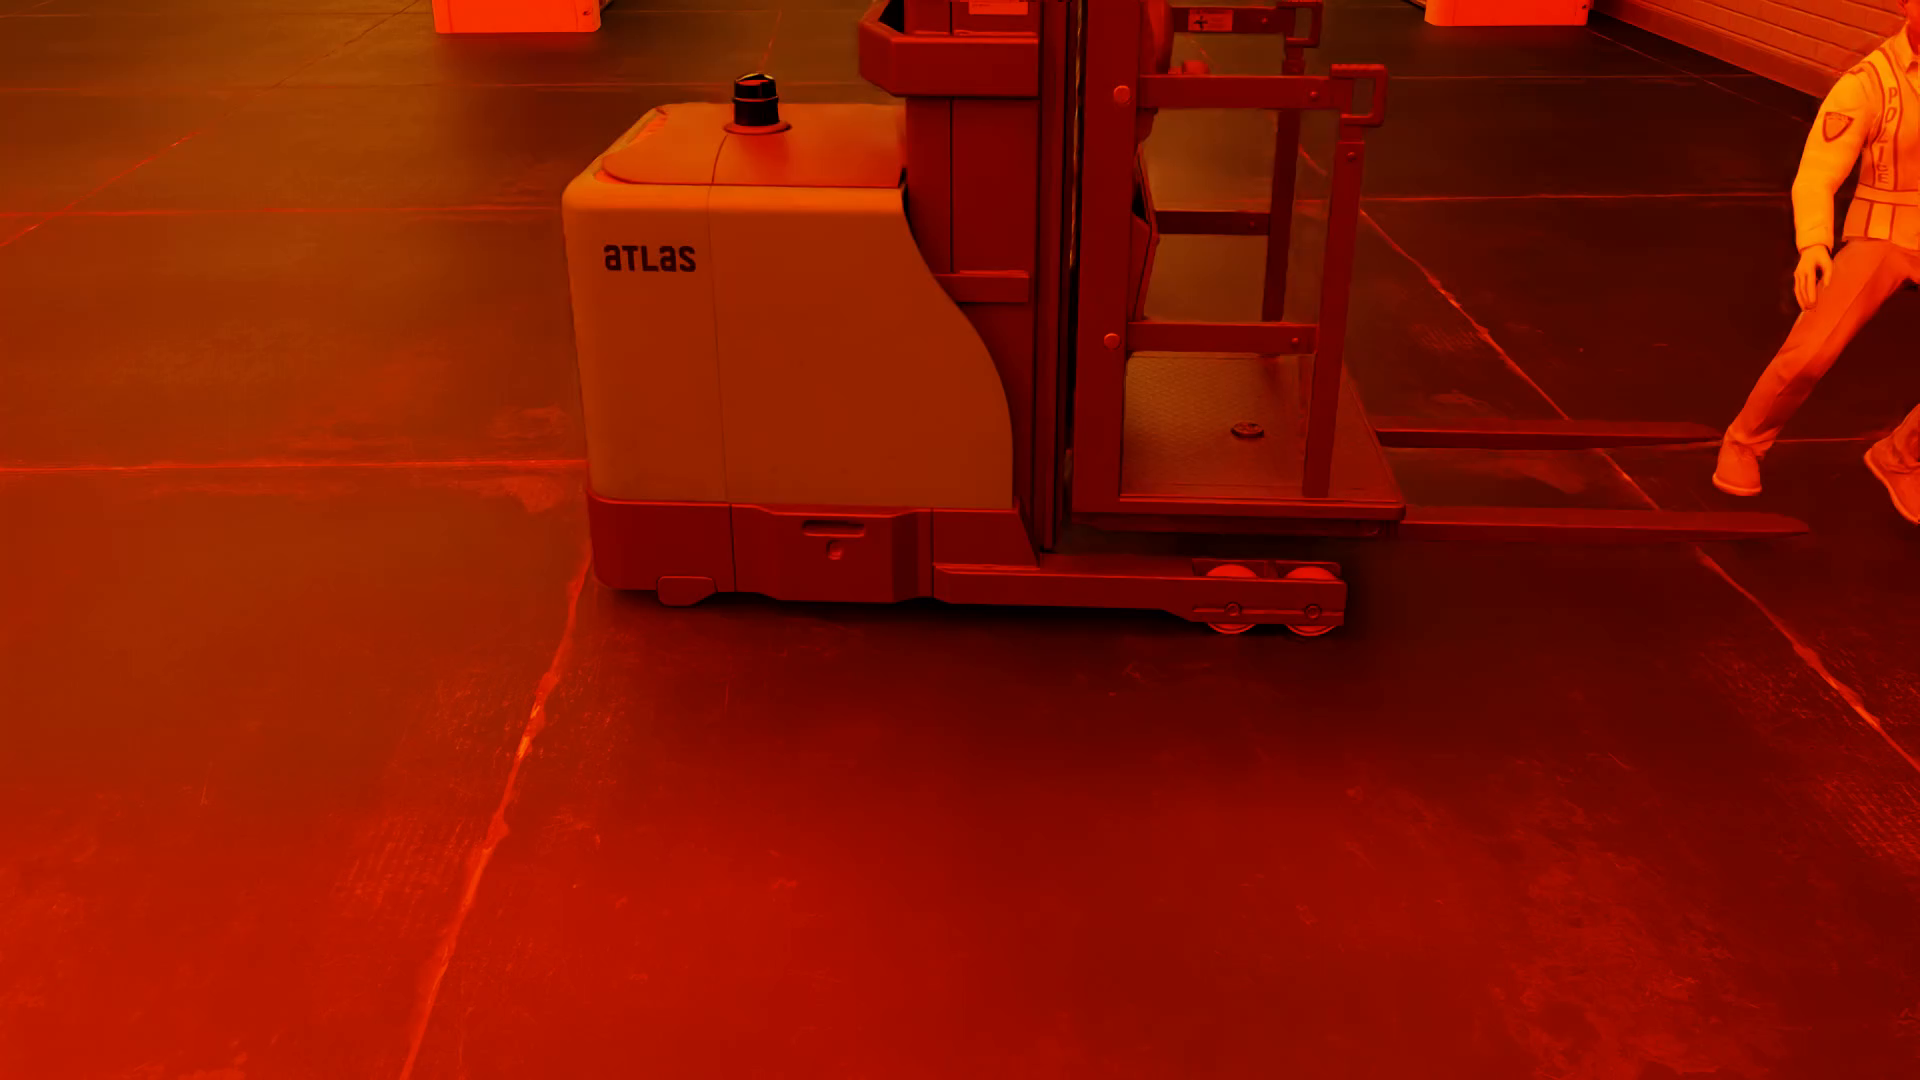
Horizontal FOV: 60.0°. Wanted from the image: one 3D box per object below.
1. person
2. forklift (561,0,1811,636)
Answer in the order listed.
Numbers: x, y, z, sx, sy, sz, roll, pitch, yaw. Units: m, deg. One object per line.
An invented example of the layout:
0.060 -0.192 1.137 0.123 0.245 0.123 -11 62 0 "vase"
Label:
2.373 -0.725 4.149 0.713 1.469 0.620 7 27 14 "person"
0.607 -1.323 3.932 3.031 2.935 1.130 1 26 3 "forklift"
